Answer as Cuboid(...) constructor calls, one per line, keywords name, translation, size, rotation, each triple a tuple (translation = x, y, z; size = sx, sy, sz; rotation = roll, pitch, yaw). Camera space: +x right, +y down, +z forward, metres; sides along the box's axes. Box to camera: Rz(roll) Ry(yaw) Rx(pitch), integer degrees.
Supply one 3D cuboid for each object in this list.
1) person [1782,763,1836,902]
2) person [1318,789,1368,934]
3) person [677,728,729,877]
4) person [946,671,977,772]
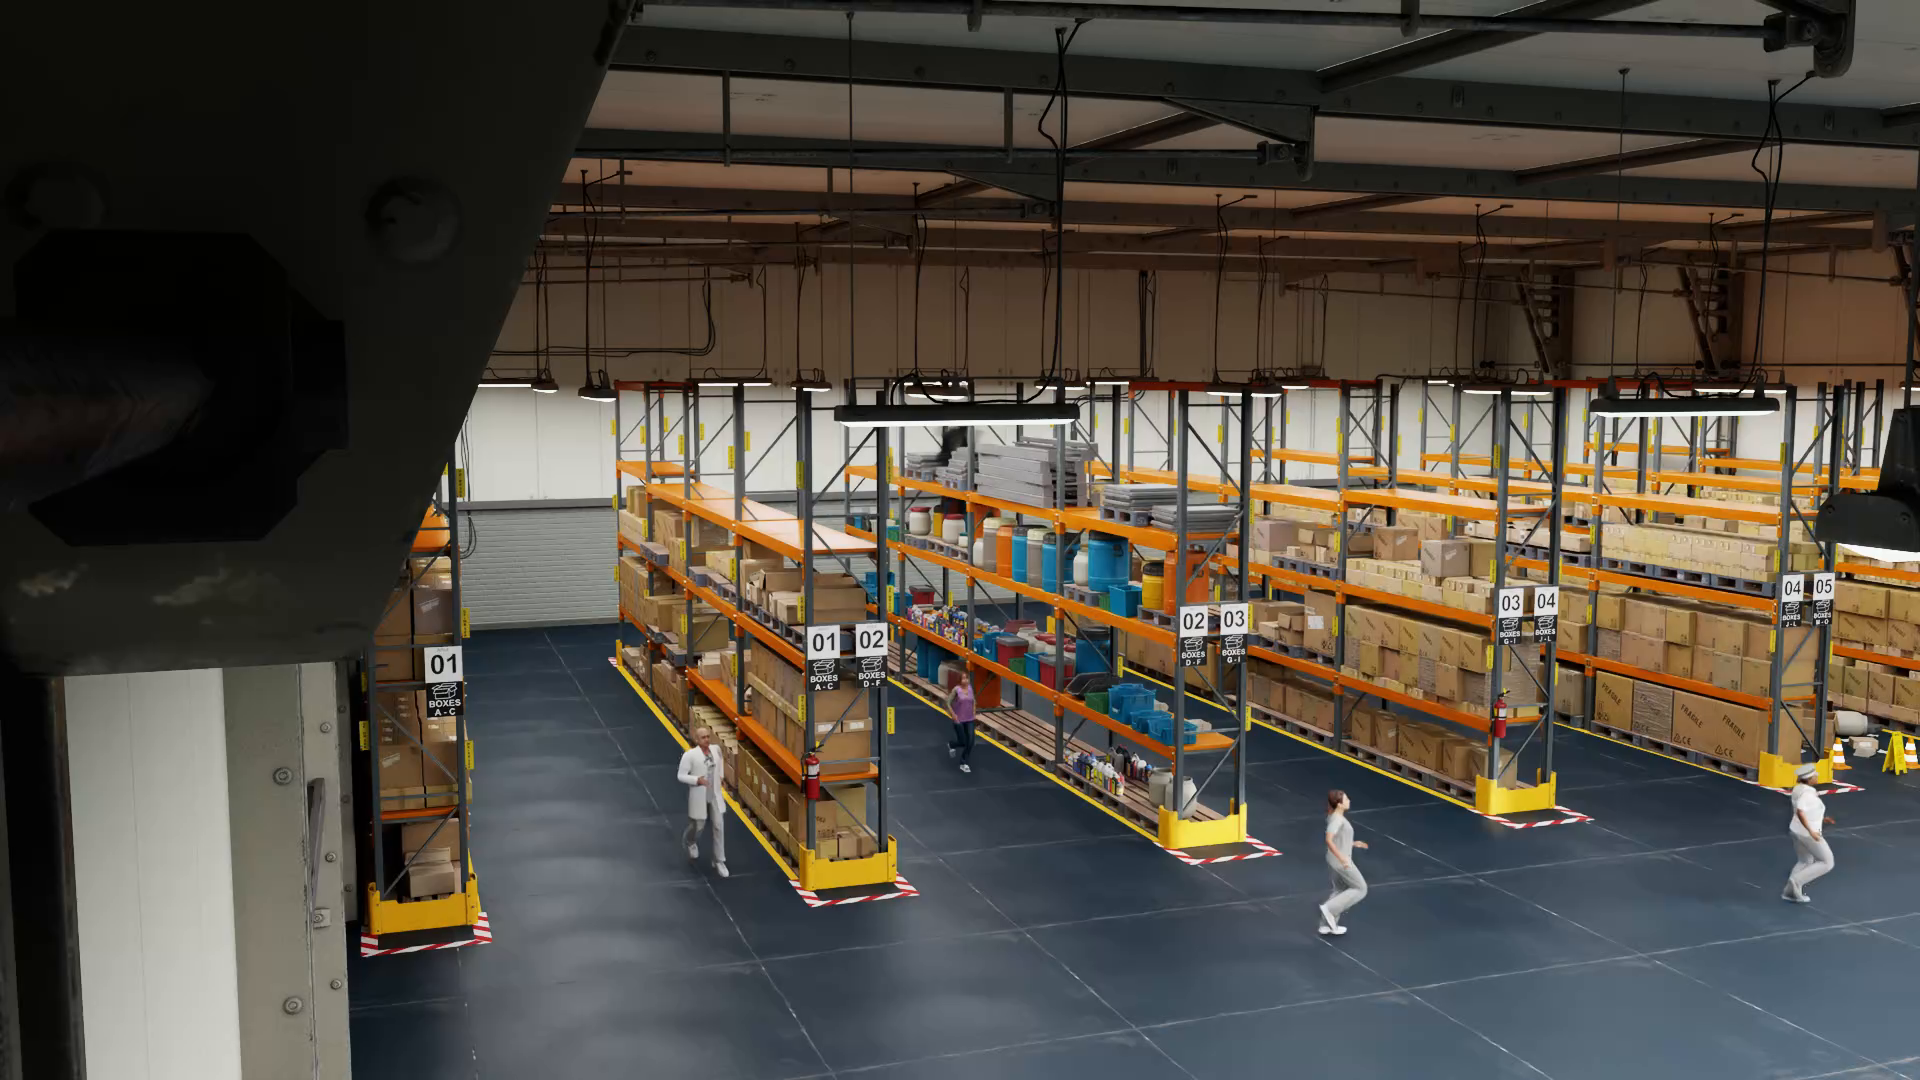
Cuboid(name="person", translation=(10.007, 3.439, 19.524), size=(0.556, 1.654, 0.574), rotation=(1, 6, 5))
Cuboid(name="person", translation=(4.261, 3.568, 18.442), size=(0.545, 1.624, 0.552), rotation=(0, 6, 1))
Cuboid(name="person", translation=(-3.207, 3.235, 20.843), size=(0.707, 1.798, 1.049), rotation=(-4, 7, -32))
Cuboid(name="person", translation=(0.032, 2.828, 26.013), size=(0.537, 1.542, 0.589), rotation=(-3, 7, -26))
